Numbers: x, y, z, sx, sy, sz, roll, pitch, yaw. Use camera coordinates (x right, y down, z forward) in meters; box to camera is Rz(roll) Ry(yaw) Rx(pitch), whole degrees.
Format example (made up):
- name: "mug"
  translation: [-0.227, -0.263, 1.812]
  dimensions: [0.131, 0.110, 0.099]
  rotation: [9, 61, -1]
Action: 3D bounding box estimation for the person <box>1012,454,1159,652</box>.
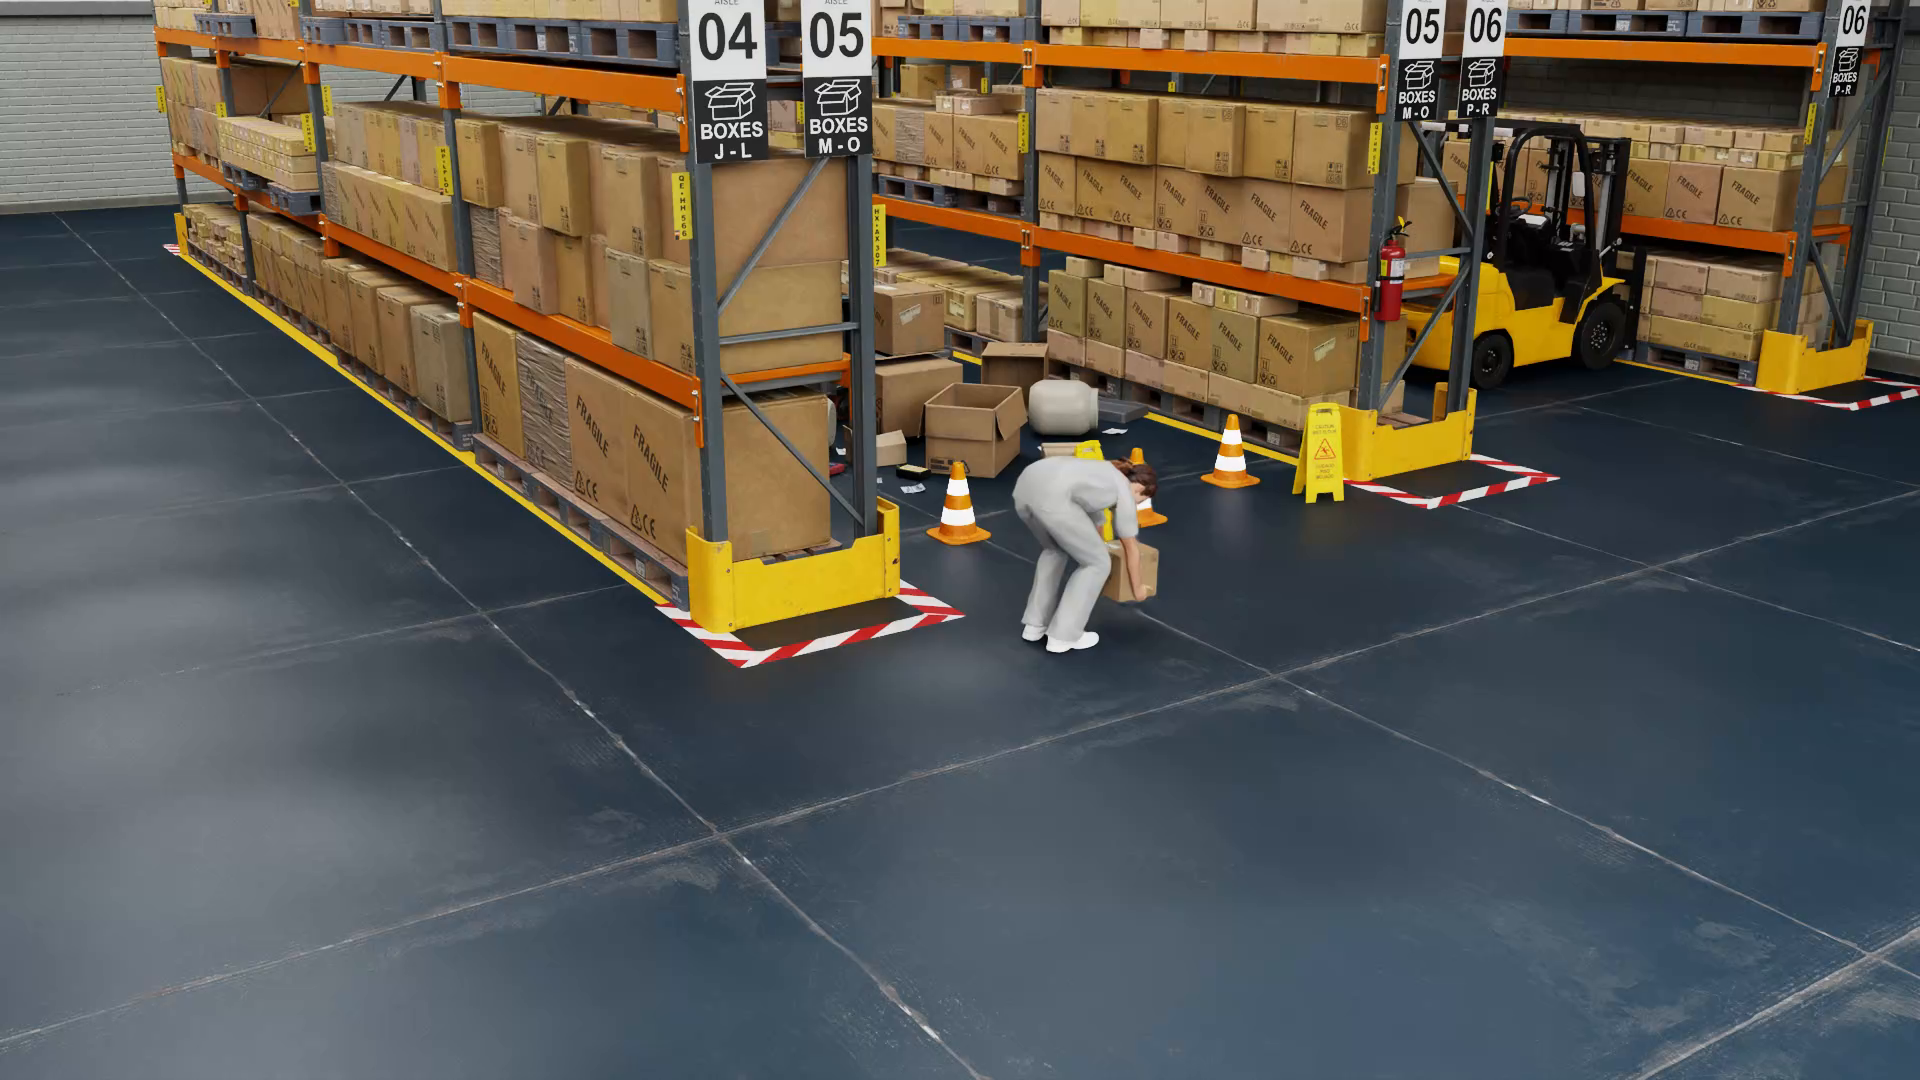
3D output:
- name: "person"
  translation: [0.666, 0.024, 8.591]
  dimensions: [0.864, 0.986, 0.450]
  rotation: [-13, 22, -34]
